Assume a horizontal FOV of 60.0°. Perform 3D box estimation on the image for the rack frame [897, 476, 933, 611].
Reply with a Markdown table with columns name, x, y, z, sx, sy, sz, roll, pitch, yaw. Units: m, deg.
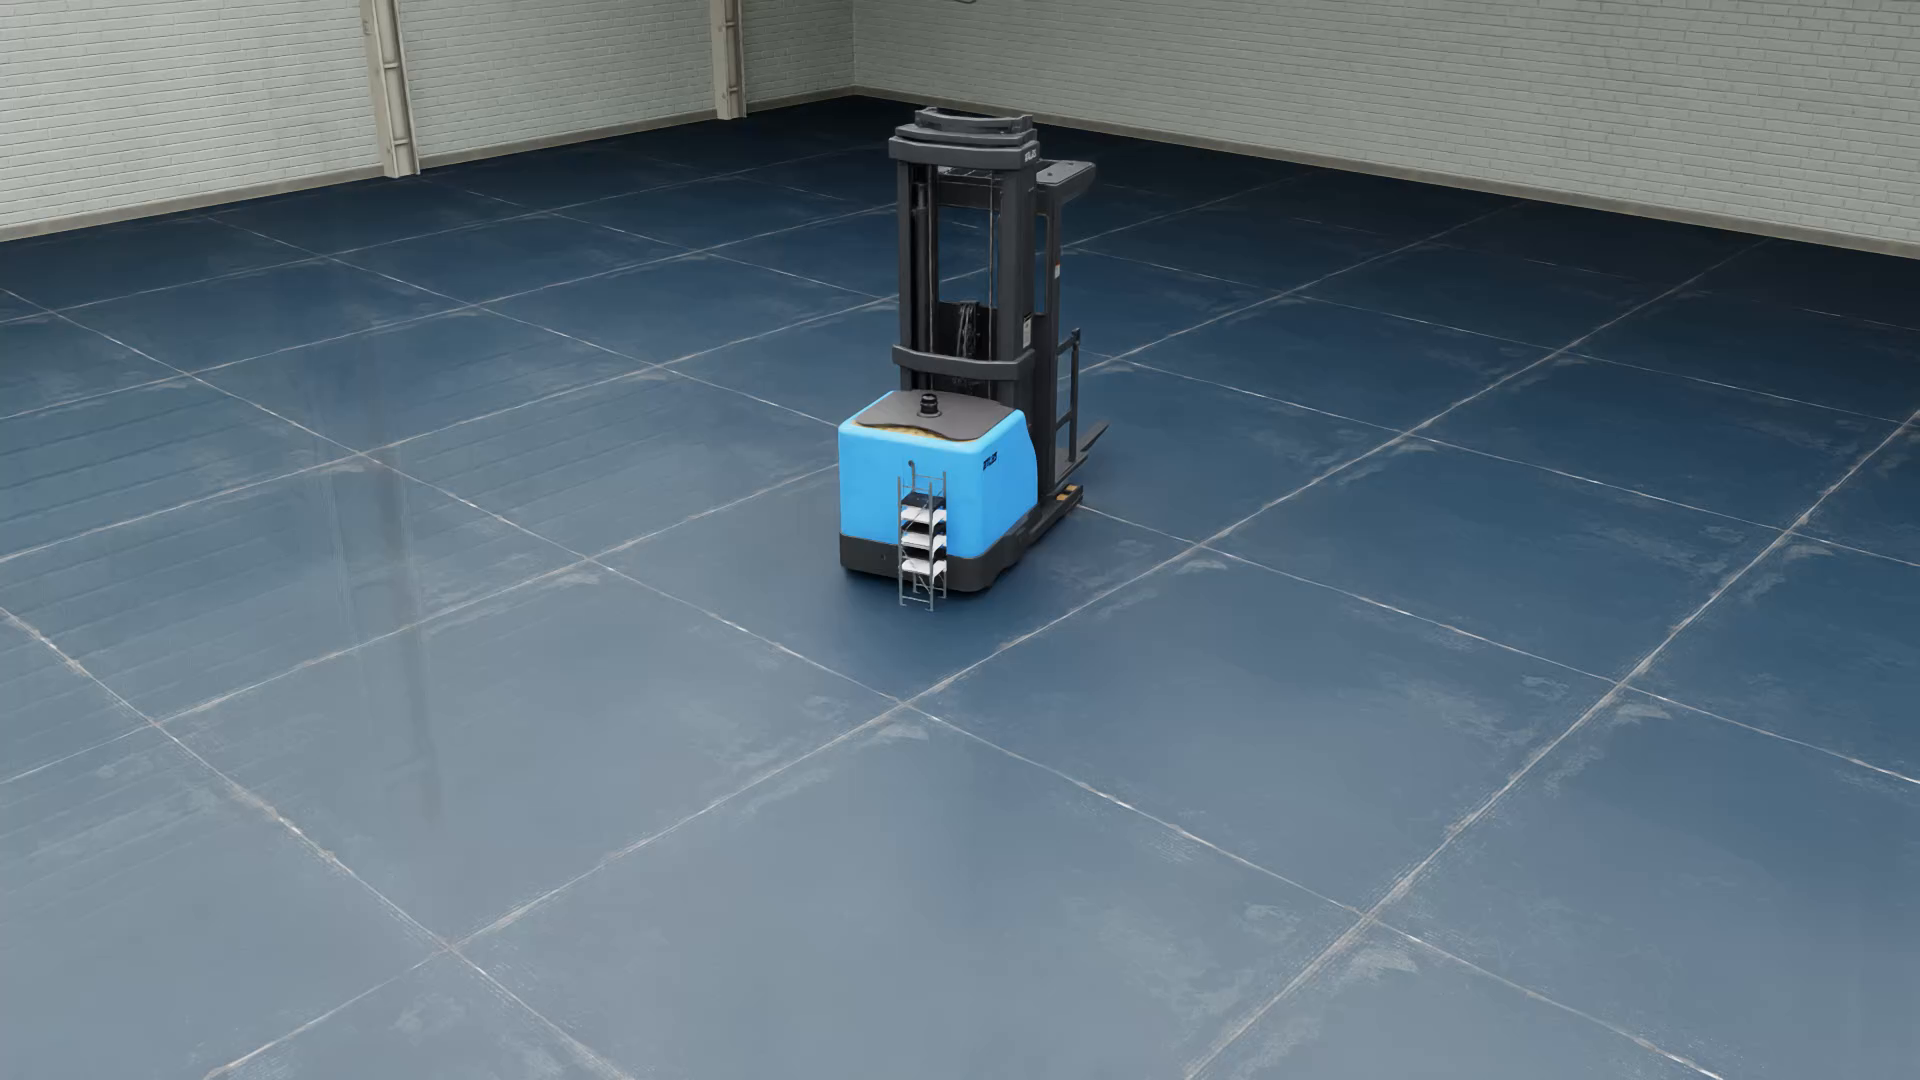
| name | x | y | z | sx | sy | sz | roll | pitch | yaw |
| --- | --- | --- | --- | --- | --- | --- | --- | --- | --- |
| rack frame | -0.283 | 0.029 | 10.585 | 0.240 | 0.900 | 0.006 | 11 | 26 | 22 |

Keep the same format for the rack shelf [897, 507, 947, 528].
| name | x | y | z | sx | sy | sz | roll | pitch | yaw |
| --- | --- | --- | --- | --- | --- | --- | --- | --- | --- |
| rack shelf | -0.241 | -0.142 | 10.609 | 0.258 | 0.077 | 0.200 | 11 | 26 | 22 |

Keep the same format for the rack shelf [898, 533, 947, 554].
| name | x | y | z | sx | sy | sz | roll | pitch | yaw |
| --- | --- | --- | --- | --- | --- | --- | --- | --- | --- |
| rack shelf | -0.241 | 0.022 | 10.683 | 0.258 | 0.077 | 0.200 | 11 | 26 | 22 |

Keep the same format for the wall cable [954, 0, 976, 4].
| name | x | y | z | sx | sy | sz | roll | pitch | yaw |
| --- | --- | --- | --- | --- | --- | --- | --- | --- | --- |
| wall cable | -0.773 | -10.115 | 27.107 | 3.097 | 2.526 | 0.112 | 20 | 31 | 38 |

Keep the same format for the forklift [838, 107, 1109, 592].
| name | x | y | z | sx | sy | sz | roll | pitch | yaw |
| --- | --- | --- | --- | --- | --- | --- | --- | --- | --- |
| forklift | 0.261 | -1.572 | 11.673 | 1.130 | 2.935 | 3.031 | 11 | 26 | 22 |

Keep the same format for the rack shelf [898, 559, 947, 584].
| name | x | y | z | sx | sy | sz | roll | pitch | yaw |
| --- | --- | --- | --- | --- | --- | --- | --- | --- | --- |
| rack shelf | -0.241 | 0.186 | 10.757 | 0.258 | 0.077 | 0.200 | 11 | 26 | 22 |

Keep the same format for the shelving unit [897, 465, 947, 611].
| name | x | y | z | sx | sy | sz | roll | pitch | yaw |
| --- | --- | --- | --- | --- | --- | --- | --- | --- | --- |
| shelving unit | -0.241 | -0.009 | 10.669 | 0.258 | 0.900 | 0.210 | 11 | 26 | 22 |

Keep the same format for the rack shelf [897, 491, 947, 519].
| name | x | y | z | sx | sy | sz | roll | pitch | yaw |
| --- | --- | --- | --- | --- | --- | --- | --- | --- | --- |
| rack shelf | -0.241 | -0.225 | 10.572 | 0.258 | 0.077 | 0.200 | 11 | 26 | 22 |

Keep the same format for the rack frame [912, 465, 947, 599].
| name | x | y | z | sx | sy | sz | roll | pitch | yaw |
| --- | --- | --- | --- | --- | --- | --- | --- | --- | --- |
| rack frame | -0.199 | -0.046 | 10.754 | 0.240 | 0.900 | 0.006 | 11 | 26 | 22 |

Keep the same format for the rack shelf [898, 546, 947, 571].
| name | x | y | z | sx | sy | sz | roll | pitch | yaw |
| --- | --- | --- | --- | --- | --- | --- | --- | --- | --- |
| rack shelf | -0.241 | 0.104 | 10.720 | 0.258 | 0.077 | 0.200 | 11 | 26 | 22 |

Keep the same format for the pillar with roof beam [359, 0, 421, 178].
| name | x | y | z | sx | sy | sz | roll | pitch | yaw |
| --- | --- | --- | --- | --- | --- | --- | --- | --- | --- |
| pillar with roof beam | -4.523 | -7.992 | 18.576 | 9.100 | 9.000 | 0.400 | 20 | 31 | 38 |

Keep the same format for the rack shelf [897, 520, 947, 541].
| name | x | y | z | sx | sy | sz | roll | pitch | yaw |
| --- | --- | --- | --- | --- | --- | --- | --- | --- | --- |
| rack shelf | -0.241 | -0.060 | 10.646 | 0.258 | 0.077 | 0.200 | 11 | 26 | 22 |

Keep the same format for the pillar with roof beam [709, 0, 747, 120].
| name | x | y | z | sx | sy | sz | roll | pitch | yaw |
| --- | --- | --- | --- | --- | --- | --- | --- | --- | --- |
| pillar with roof beam | -0.518 | -9.820 | 22.653 | 9.100 | 9.000 | 0.400 | 20 | 31 | 38 |
